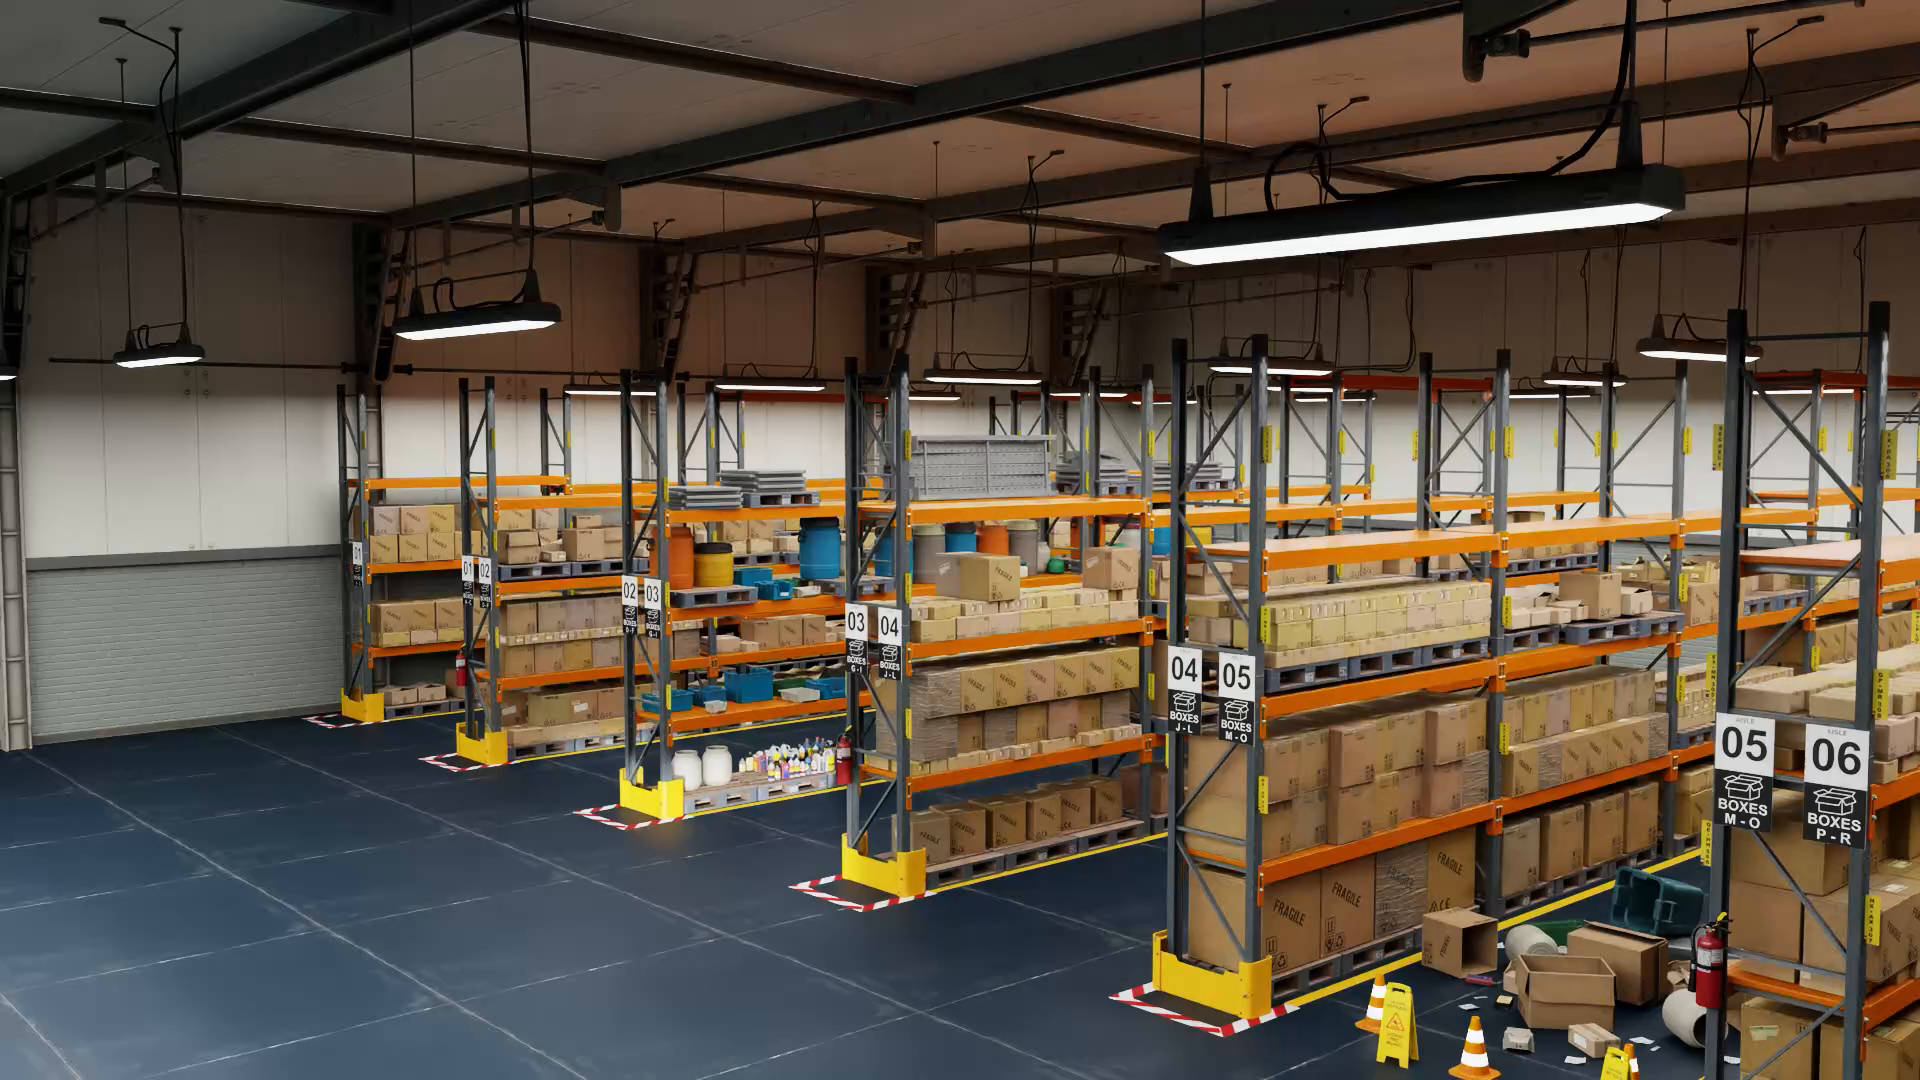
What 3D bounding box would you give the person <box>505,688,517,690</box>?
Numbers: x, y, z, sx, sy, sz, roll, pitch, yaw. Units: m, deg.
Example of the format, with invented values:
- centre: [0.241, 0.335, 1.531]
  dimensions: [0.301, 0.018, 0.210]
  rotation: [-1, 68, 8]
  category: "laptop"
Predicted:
- centre: [-7.768, 2.436, 28.699]
  dimensions: [0.701, 1.701, 0.591]
  rotation: [1, 4, 21]
  category: "person"
